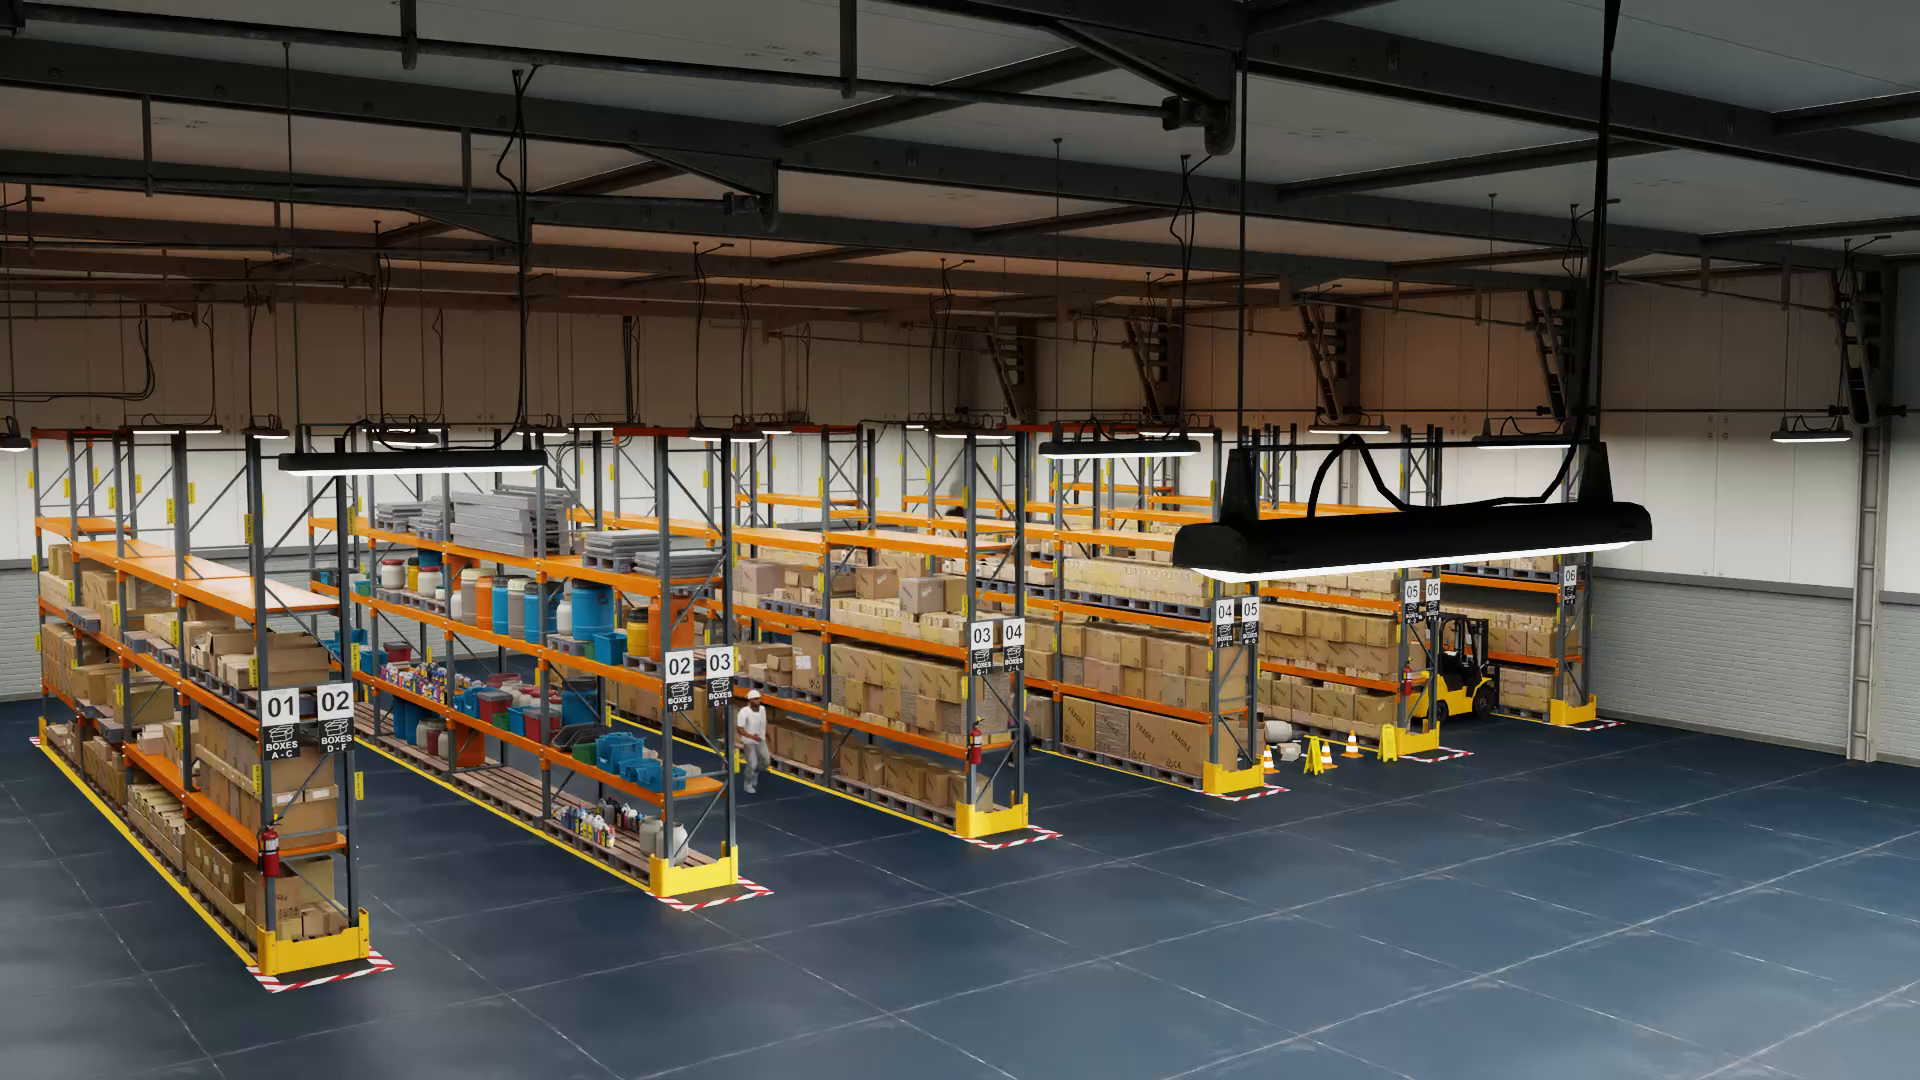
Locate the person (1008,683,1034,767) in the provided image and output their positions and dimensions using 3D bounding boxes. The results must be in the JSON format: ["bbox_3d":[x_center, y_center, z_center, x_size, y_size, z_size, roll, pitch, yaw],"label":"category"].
[{"bbox_3d":[1.054,3.246,29.239,0.576,1.561,0.517,4,6,41],"label":"person"}]

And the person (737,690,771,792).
[{"bbox_3d":[-3.355,3.318,27.400,0.688,1.714,0.639,-4,6,-44],"label":"person"}]

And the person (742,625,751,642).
[{"bbox_3d":[-5.351,2.211,41.811,0.609,1.683,0.755,-2,5,-25],"label":"person"}]
